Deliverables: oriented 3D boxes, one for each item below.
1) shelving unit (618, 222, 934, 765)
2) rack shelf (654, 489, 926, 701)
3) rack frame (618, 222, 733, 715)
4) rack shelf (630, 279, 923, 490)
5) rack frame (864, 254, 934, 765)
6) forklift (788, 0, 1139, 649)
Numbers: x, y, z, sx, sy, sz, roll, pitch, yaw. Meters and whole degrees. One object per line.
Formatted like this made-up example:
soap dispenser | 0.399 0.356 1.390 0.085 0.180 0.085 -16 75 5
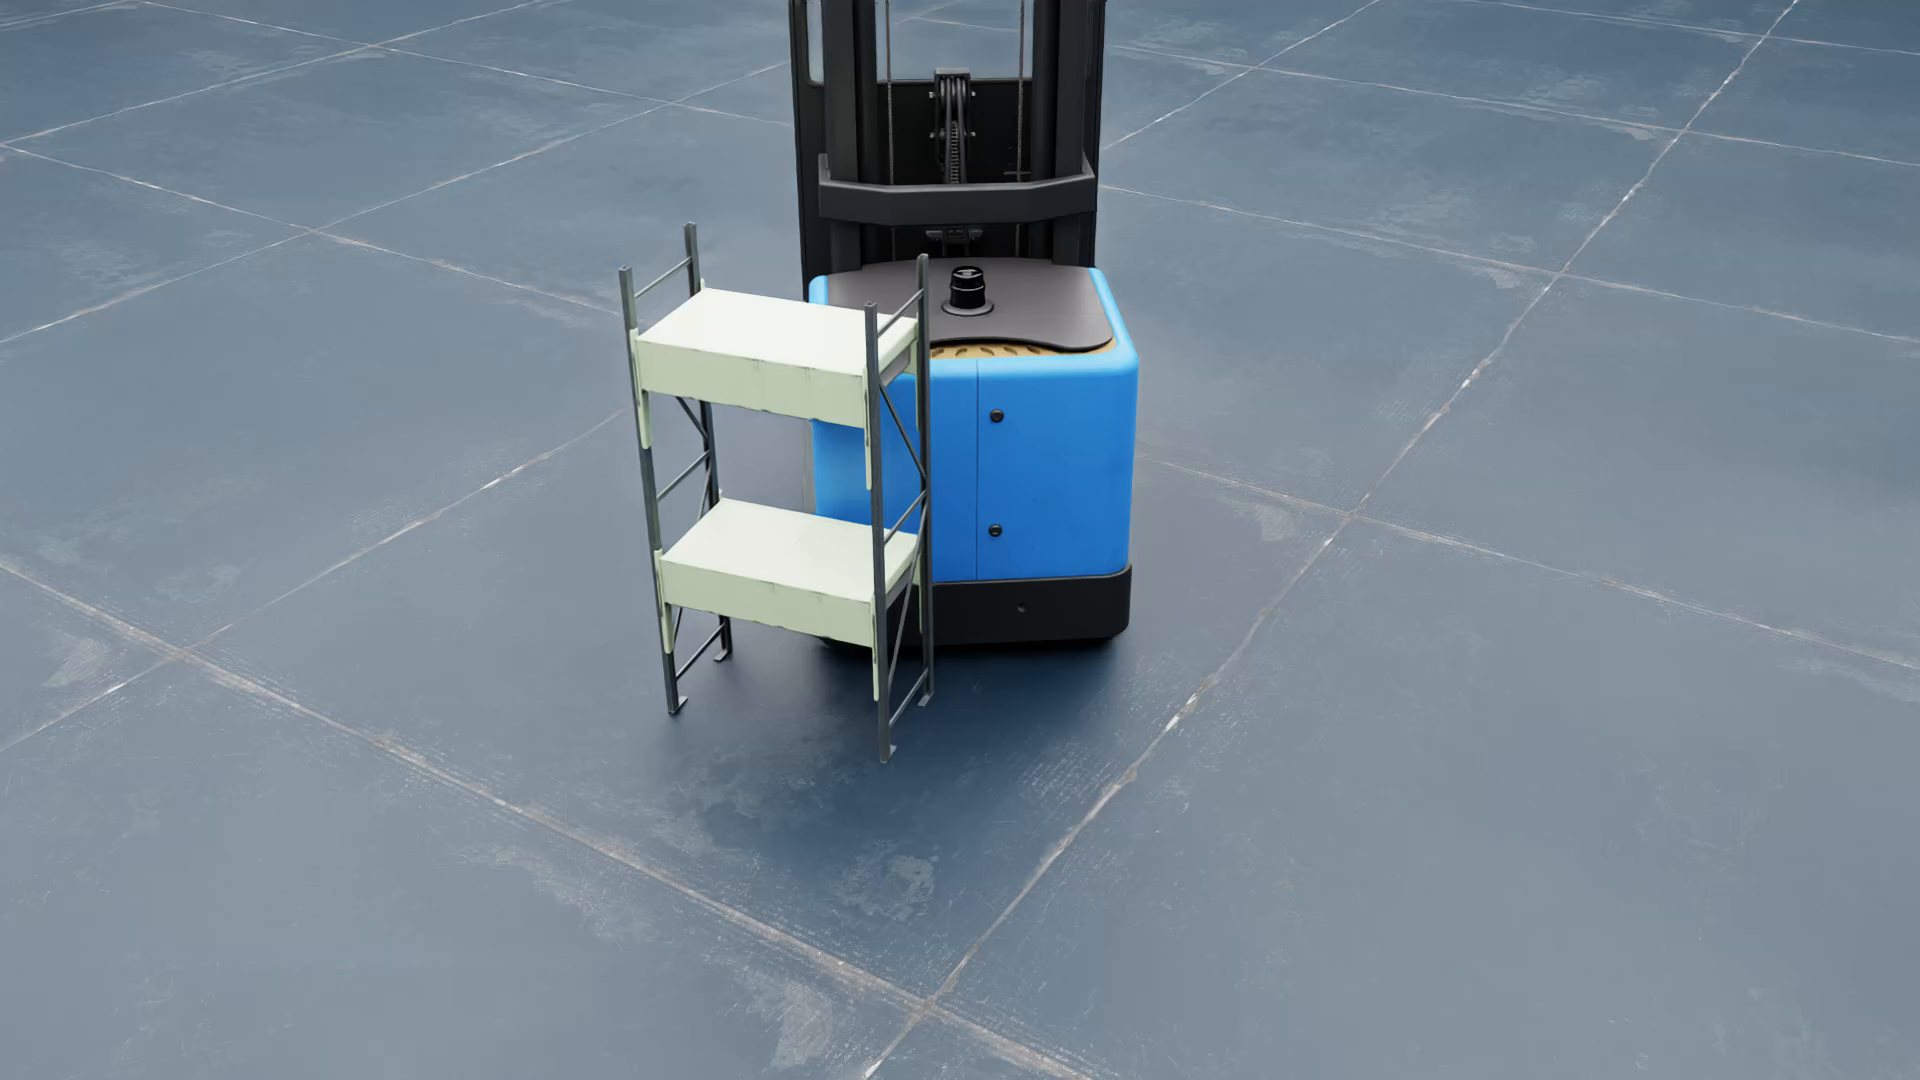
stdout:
shelving unit | -0.509 -0.121 4.967 0.755 1.500 0.431 11 32 18
rack shelf | -0.508 0.159 5.133 0.720 0.370 0.431 11 32 18
rack frame | -0.851 -0.187 5.079 0.023 1.500 0.400 11 32 18
rack shelf | -0.510 -0.457 4.769 0.720 0.370 0.431 11 32 18
rack frame | -0.167 -0.056 4.855 0.023 1.500 0.400 11 32 18
forklift | -0.065 -1.620 6.118 1.130 2.935 3.031 -2 30 -4
